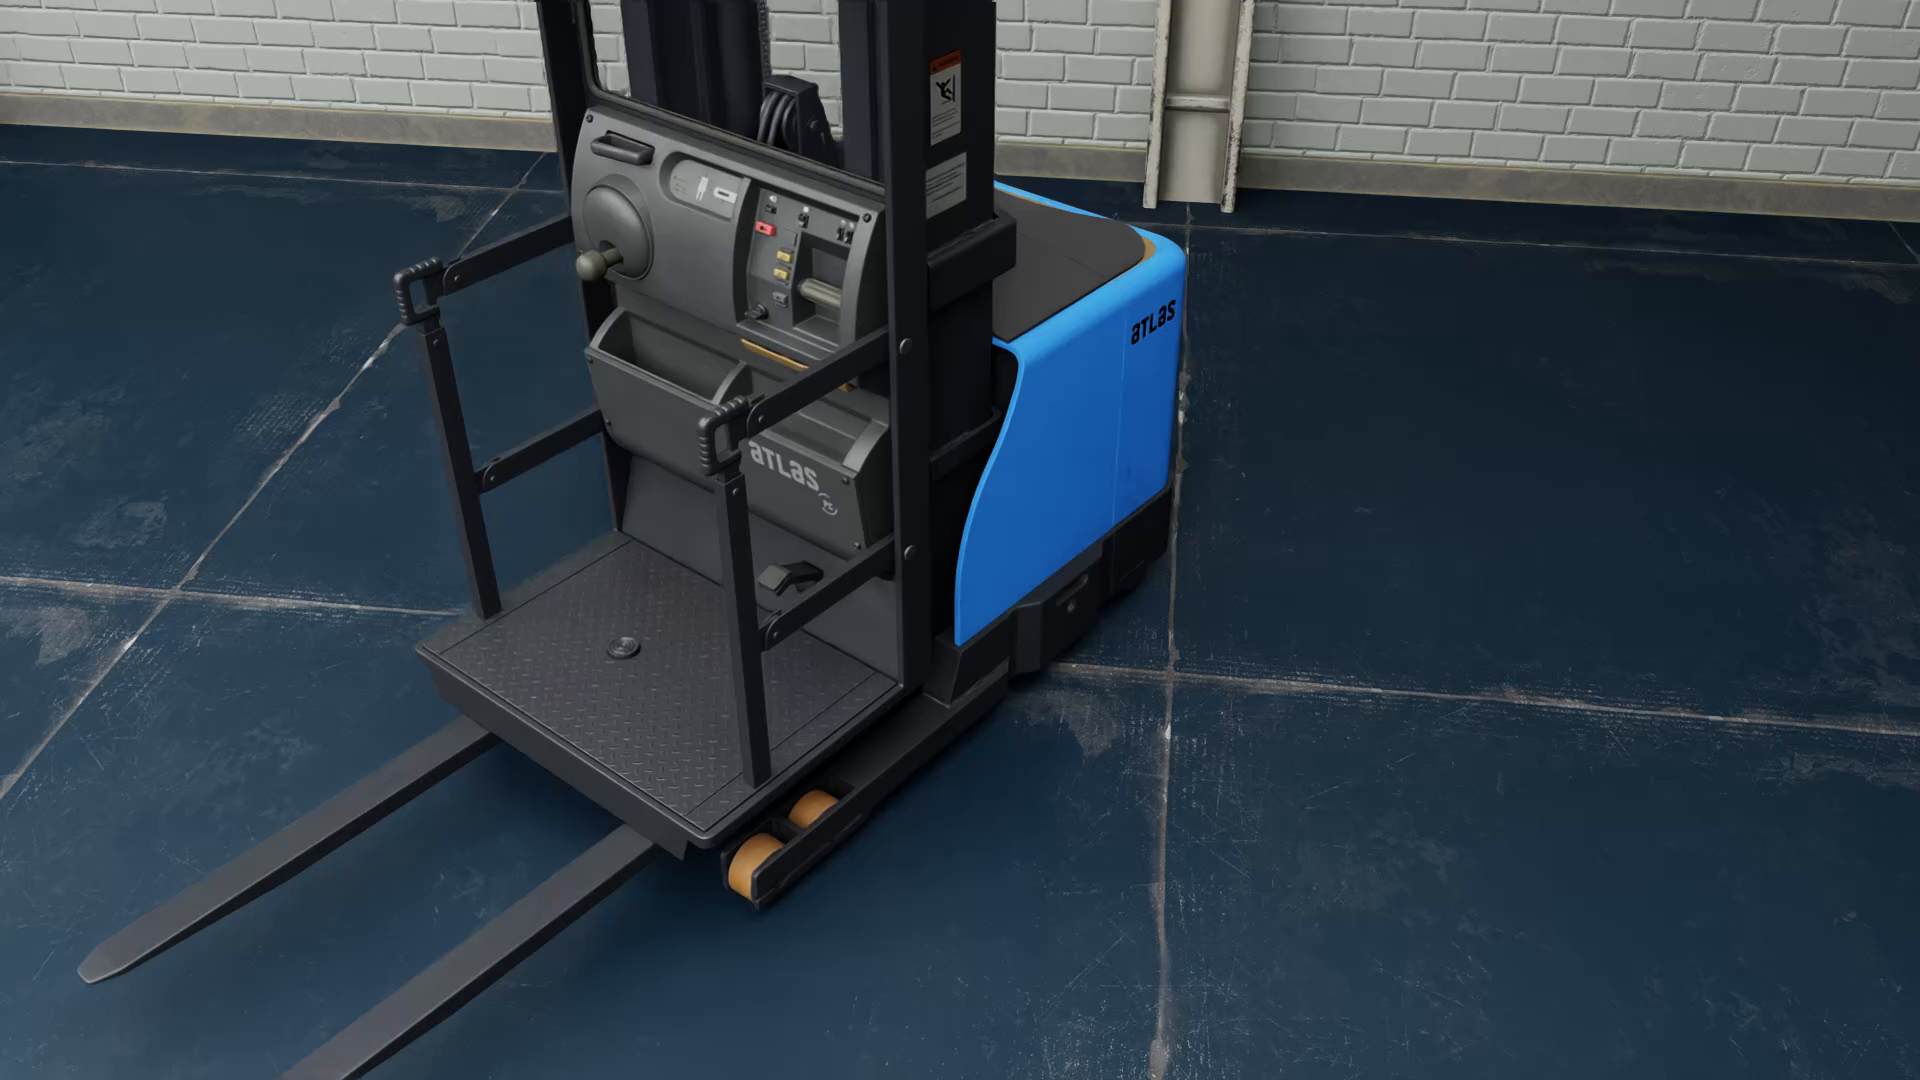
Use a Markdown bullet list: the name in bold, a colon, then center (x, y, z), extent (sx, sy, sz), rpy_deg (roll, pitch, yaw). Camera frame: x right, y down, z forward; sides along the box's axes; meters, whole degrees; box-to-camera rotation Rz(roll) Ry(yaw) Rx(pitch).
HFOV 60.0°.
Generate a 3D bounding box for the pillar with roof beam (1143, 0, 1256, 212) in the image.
- **pillar with roof beam**: center (0.471, -2.714, 1.306), extent (0.400, 9.000, 9.100), rpy_deg (4, 36, 6)

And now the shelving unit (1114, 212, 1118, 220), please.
- **shelving unit**: center (0.350, -0.593, 5.306), extent (0.210, 0.900, 0.258), rpy_deg (10, 37, 14)

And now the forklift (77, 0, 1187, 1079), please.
- **forklift**: center (-0.684, -0.645, 3.631), extent (1.130, 2.935, 3.031), rpy_deg (25, 43, 31)

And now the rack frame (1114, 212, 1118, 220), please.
- **rack frame**: center (0.447, -0.575, 5.281), extent (0.006, 0.900, 0.240), rpy_deg (10, 37, 14)
